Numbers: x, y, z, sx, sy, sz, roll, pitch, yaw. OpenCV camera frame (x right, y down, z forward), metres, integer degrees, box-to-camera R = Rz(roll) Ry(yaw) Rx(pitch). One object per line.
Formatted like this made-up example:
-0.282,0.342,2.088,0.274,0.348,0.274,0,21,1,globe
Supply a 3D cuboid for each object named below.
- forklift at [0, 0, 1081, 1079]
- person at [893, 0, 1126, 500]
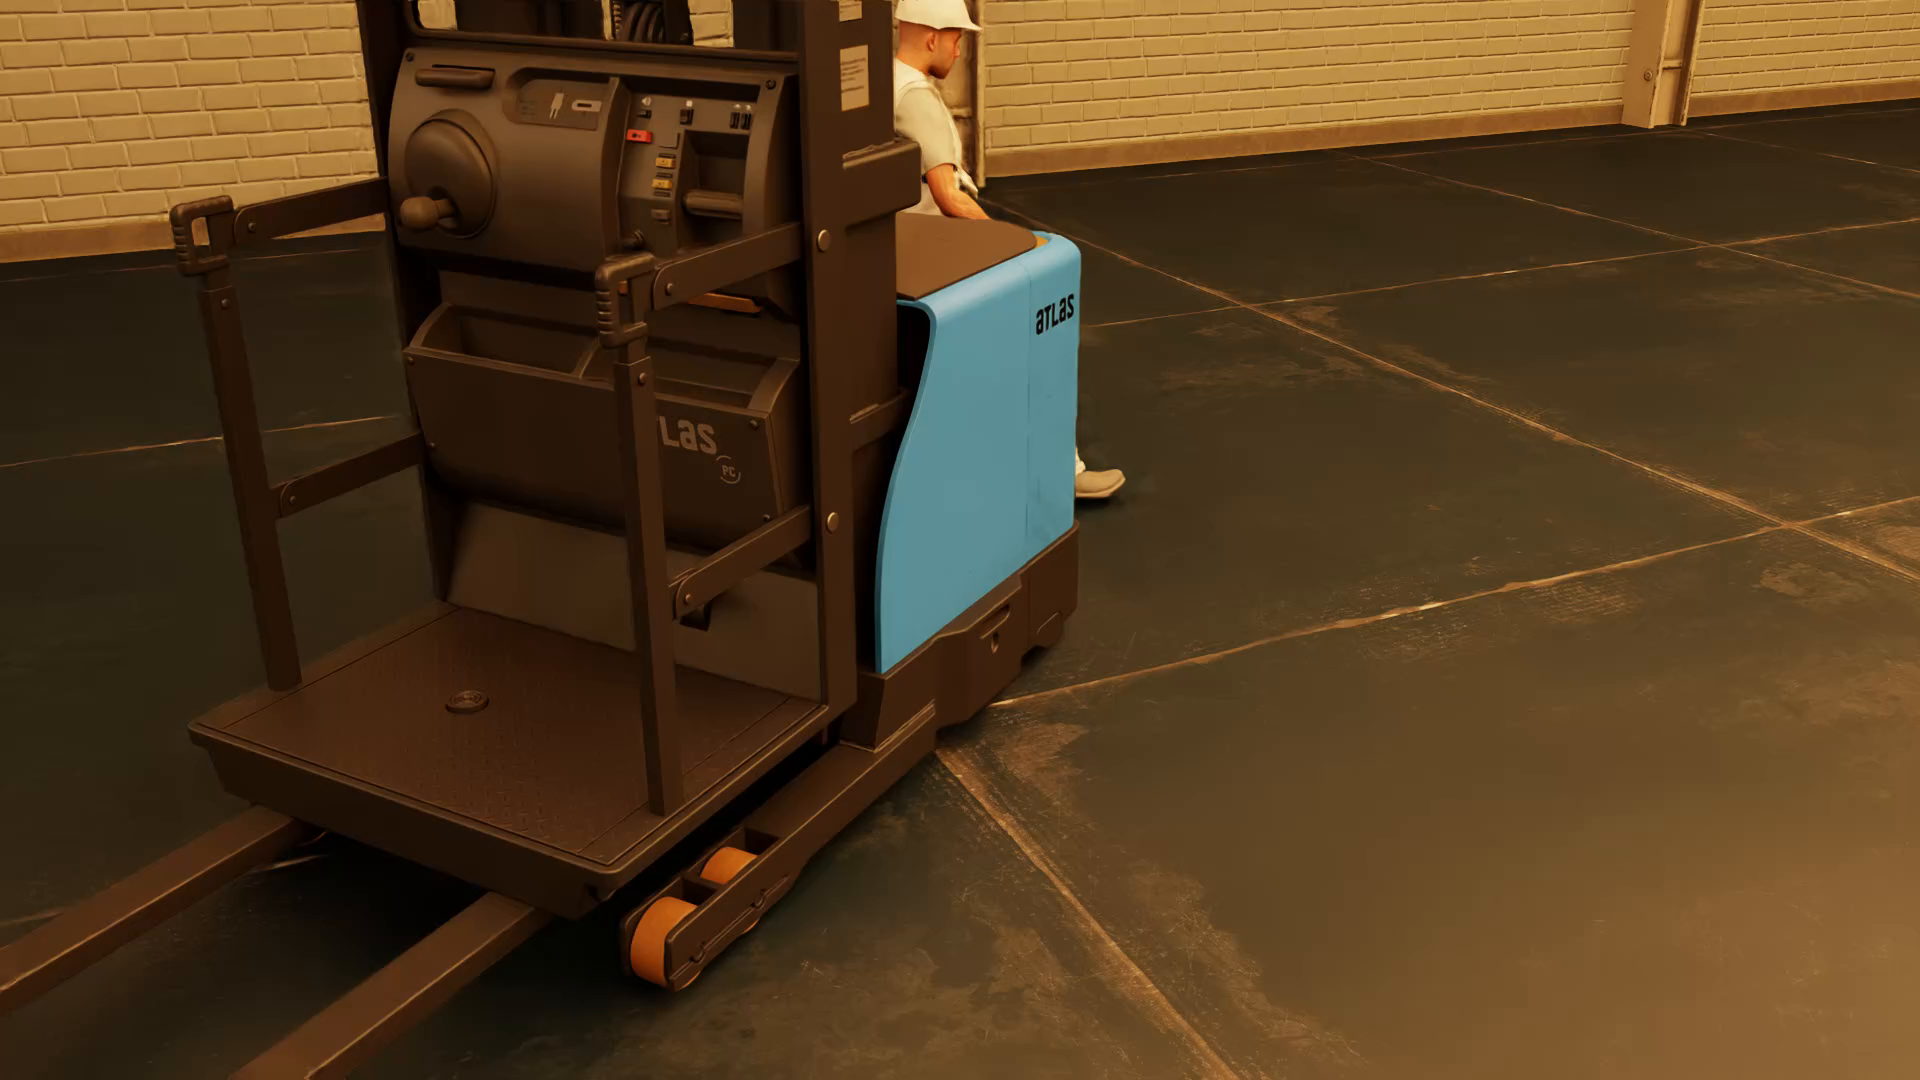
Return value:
-0.835,-0.716,3.011,1.130,2.935,3.031,12,25,26,forklift
-0.042,-0.962,5.384,0.929,1.628,1.020,-7,24,-16,person
